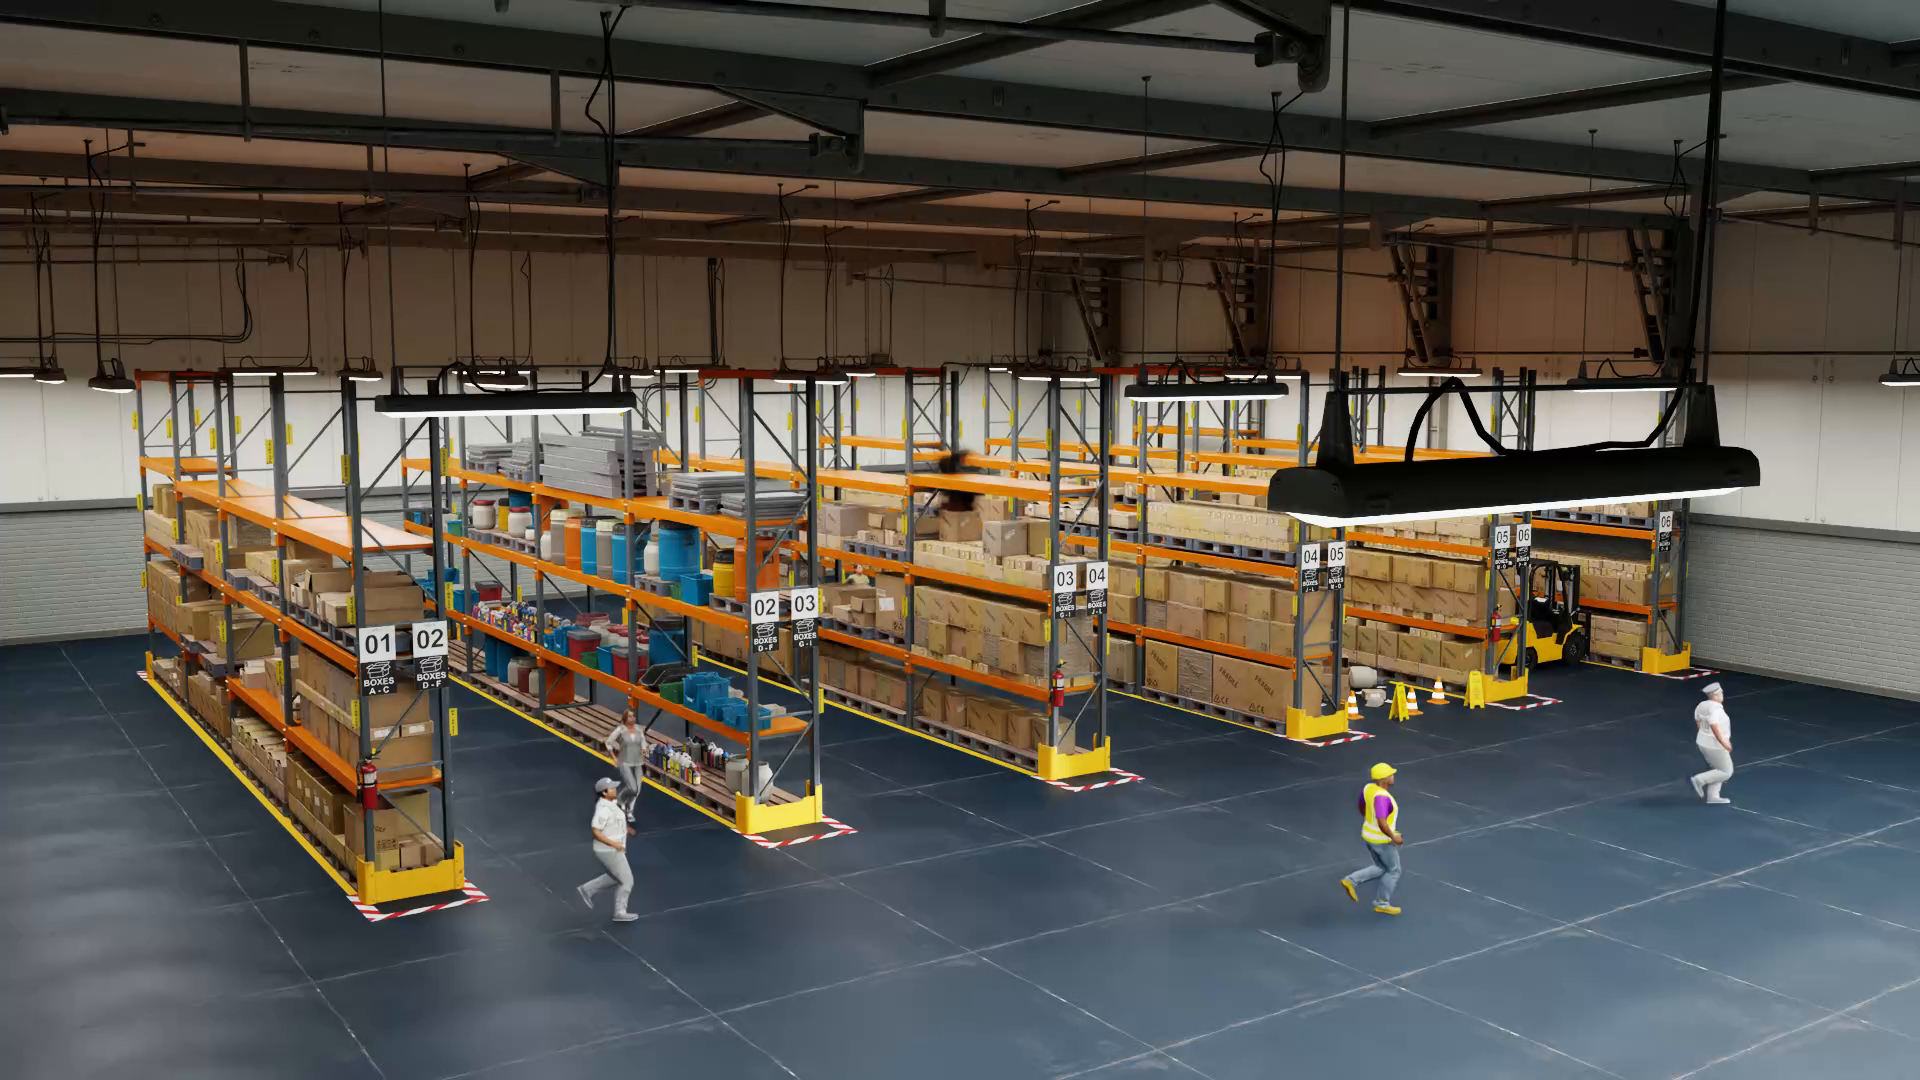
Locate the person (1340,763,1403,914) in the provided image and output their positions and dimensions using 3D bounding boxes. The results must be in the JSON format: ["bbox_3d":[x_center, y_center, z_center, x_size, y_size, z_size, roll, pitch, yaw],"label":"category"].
[{"bbox_3d":[4.664,3.365,18.768,0.666,1.727,0.727,-1,7,-9],"label":"person"}]

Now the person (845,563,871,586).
[{"bbox_3d":[-2.231,1.342,36.709,0.561,1.697,0.896,-5,8,-37],"label":"person"}]

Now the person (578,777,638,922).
[{"bbox_3d":[-3.940,3.445,18.508,0.679,1.625,0.620,-1,6,-7],"label":"person"}]

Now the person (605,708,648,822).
[{"bbox_3d":[-4.419,3.037,22.330,0.522,1.559,0.549,-5,8,-37],"label":"person"}]

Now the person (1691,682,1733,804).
[{"bbox_3d":[10.505,2.847,23.264,0.622,1.734,0.679,-1,6,-5],"label":"person"}]
